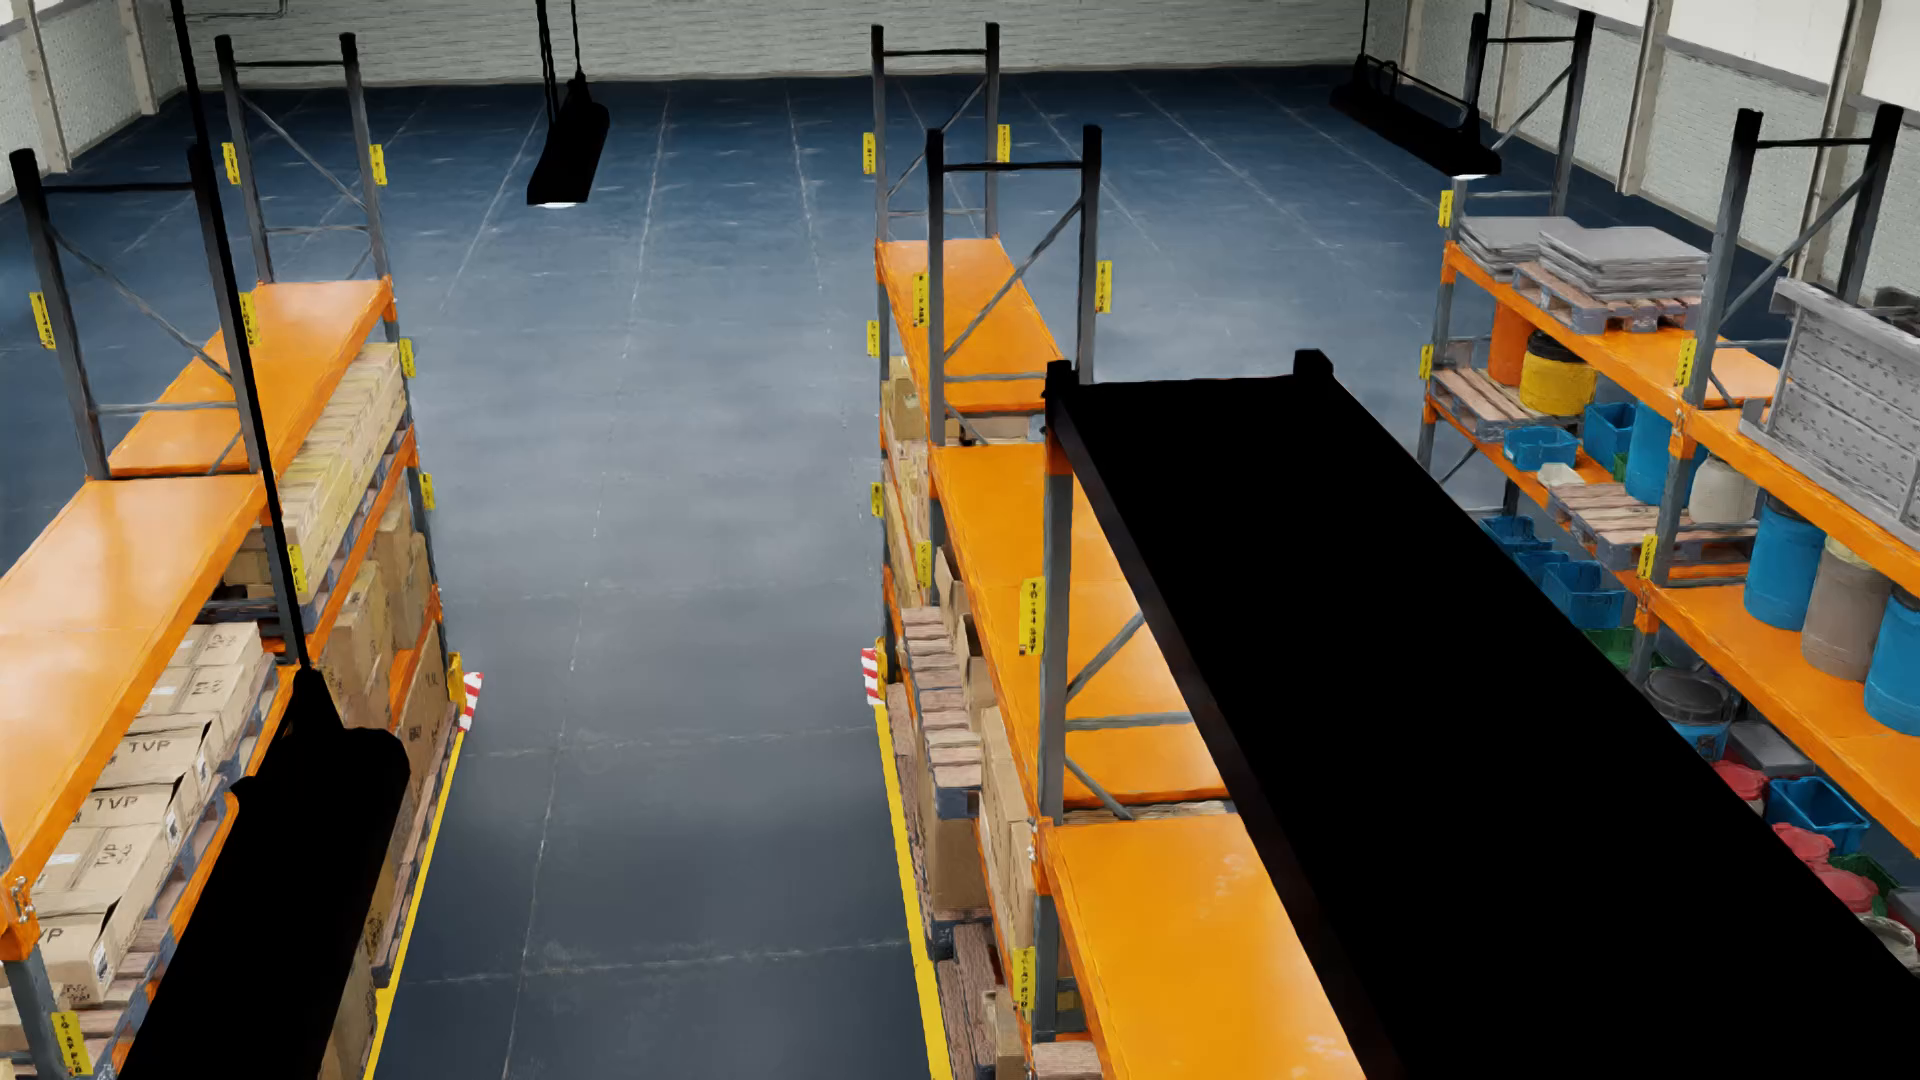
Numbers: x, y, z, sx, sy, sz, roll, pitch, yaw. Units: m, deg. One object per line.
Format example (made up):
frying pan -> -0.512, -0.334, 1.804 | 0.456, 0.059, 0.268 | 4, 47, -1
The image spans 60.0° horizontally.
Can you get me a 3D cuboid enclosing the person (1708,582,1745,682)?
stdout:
person -> 7.202, 0.577, 15.448 | 0.517, 1.596, 0.938 | 7, 26, 15
